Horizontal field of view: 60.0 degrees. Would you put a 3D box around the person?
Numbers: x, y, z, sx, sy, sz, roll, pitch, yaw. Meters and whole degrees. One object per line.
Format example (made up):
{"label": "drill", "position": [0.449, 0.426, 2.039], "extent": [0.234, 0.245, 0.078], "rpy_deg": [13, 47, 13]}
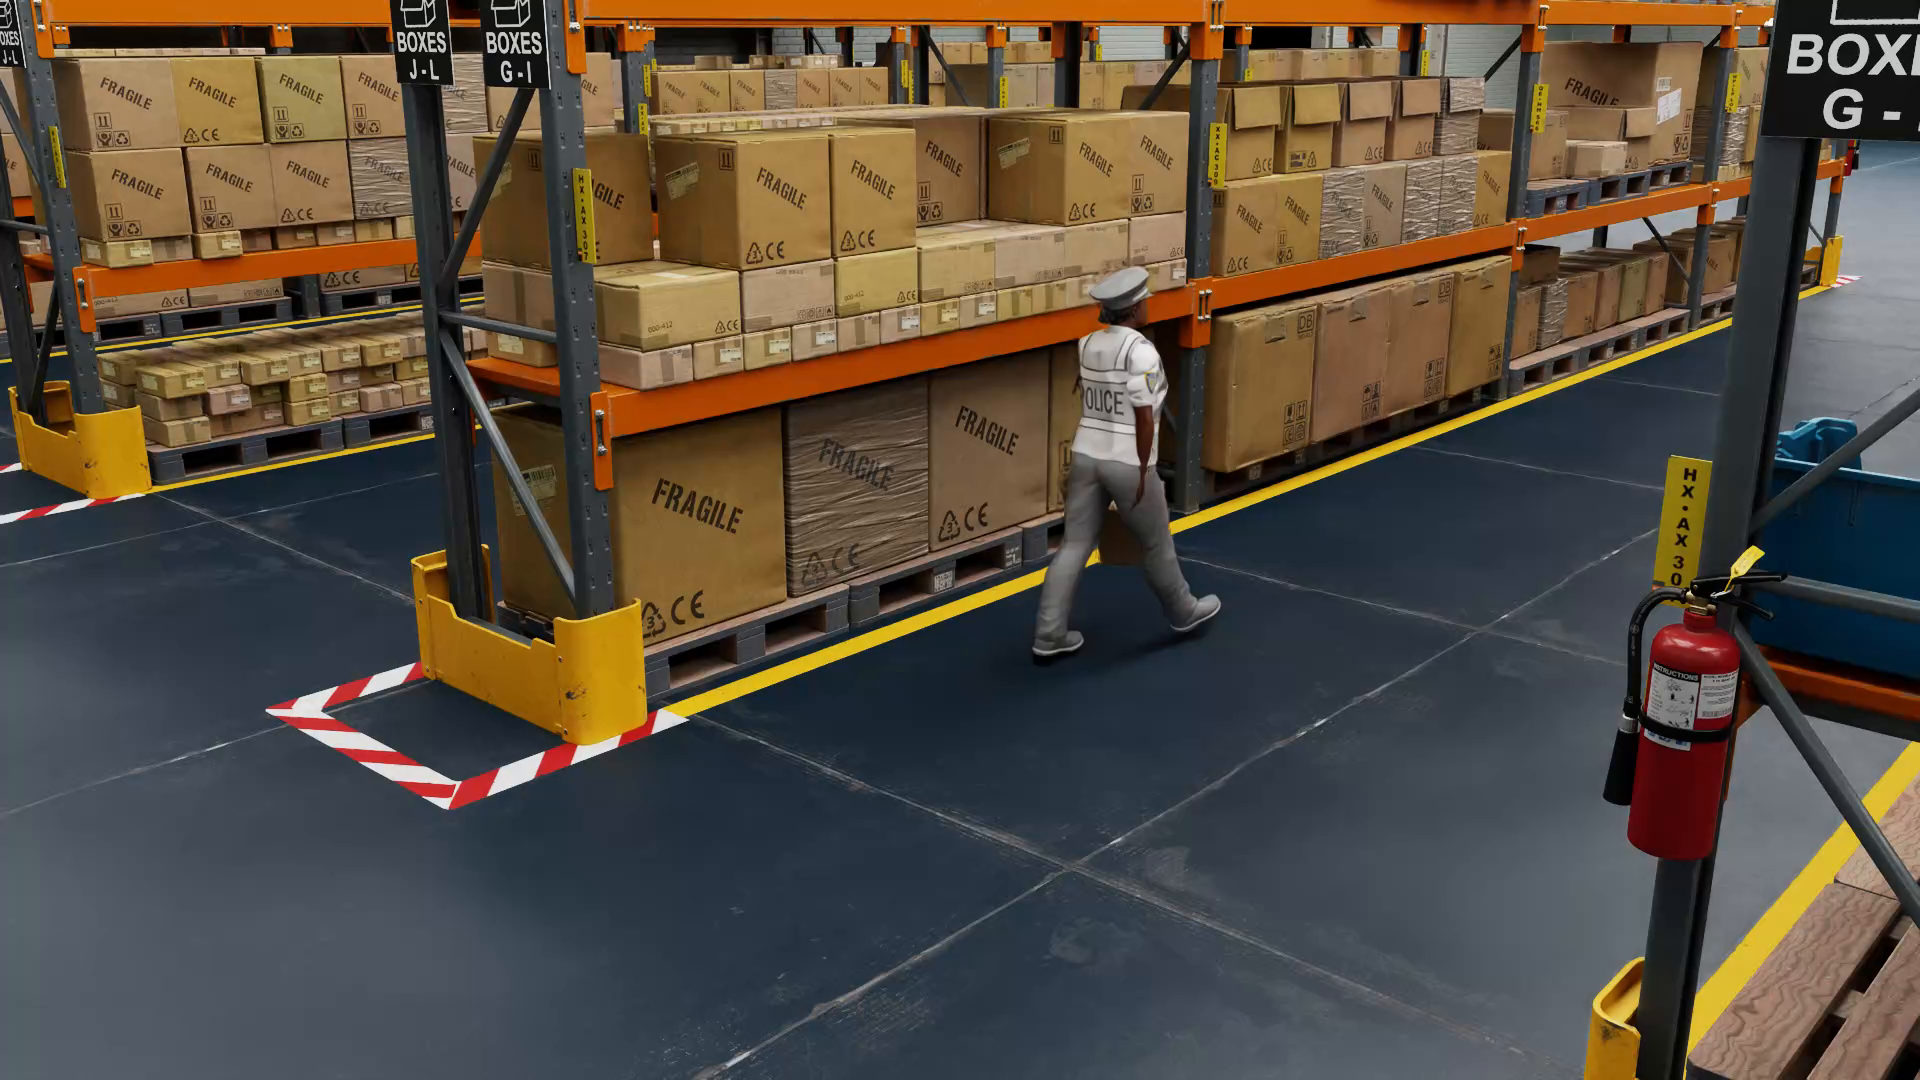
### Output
{"label": "person", "position": [0.713, -0.349, 7.155], "extent": [0.944, 1.634, 0.472], "rpy_deg": [-15, 22, -40]}
